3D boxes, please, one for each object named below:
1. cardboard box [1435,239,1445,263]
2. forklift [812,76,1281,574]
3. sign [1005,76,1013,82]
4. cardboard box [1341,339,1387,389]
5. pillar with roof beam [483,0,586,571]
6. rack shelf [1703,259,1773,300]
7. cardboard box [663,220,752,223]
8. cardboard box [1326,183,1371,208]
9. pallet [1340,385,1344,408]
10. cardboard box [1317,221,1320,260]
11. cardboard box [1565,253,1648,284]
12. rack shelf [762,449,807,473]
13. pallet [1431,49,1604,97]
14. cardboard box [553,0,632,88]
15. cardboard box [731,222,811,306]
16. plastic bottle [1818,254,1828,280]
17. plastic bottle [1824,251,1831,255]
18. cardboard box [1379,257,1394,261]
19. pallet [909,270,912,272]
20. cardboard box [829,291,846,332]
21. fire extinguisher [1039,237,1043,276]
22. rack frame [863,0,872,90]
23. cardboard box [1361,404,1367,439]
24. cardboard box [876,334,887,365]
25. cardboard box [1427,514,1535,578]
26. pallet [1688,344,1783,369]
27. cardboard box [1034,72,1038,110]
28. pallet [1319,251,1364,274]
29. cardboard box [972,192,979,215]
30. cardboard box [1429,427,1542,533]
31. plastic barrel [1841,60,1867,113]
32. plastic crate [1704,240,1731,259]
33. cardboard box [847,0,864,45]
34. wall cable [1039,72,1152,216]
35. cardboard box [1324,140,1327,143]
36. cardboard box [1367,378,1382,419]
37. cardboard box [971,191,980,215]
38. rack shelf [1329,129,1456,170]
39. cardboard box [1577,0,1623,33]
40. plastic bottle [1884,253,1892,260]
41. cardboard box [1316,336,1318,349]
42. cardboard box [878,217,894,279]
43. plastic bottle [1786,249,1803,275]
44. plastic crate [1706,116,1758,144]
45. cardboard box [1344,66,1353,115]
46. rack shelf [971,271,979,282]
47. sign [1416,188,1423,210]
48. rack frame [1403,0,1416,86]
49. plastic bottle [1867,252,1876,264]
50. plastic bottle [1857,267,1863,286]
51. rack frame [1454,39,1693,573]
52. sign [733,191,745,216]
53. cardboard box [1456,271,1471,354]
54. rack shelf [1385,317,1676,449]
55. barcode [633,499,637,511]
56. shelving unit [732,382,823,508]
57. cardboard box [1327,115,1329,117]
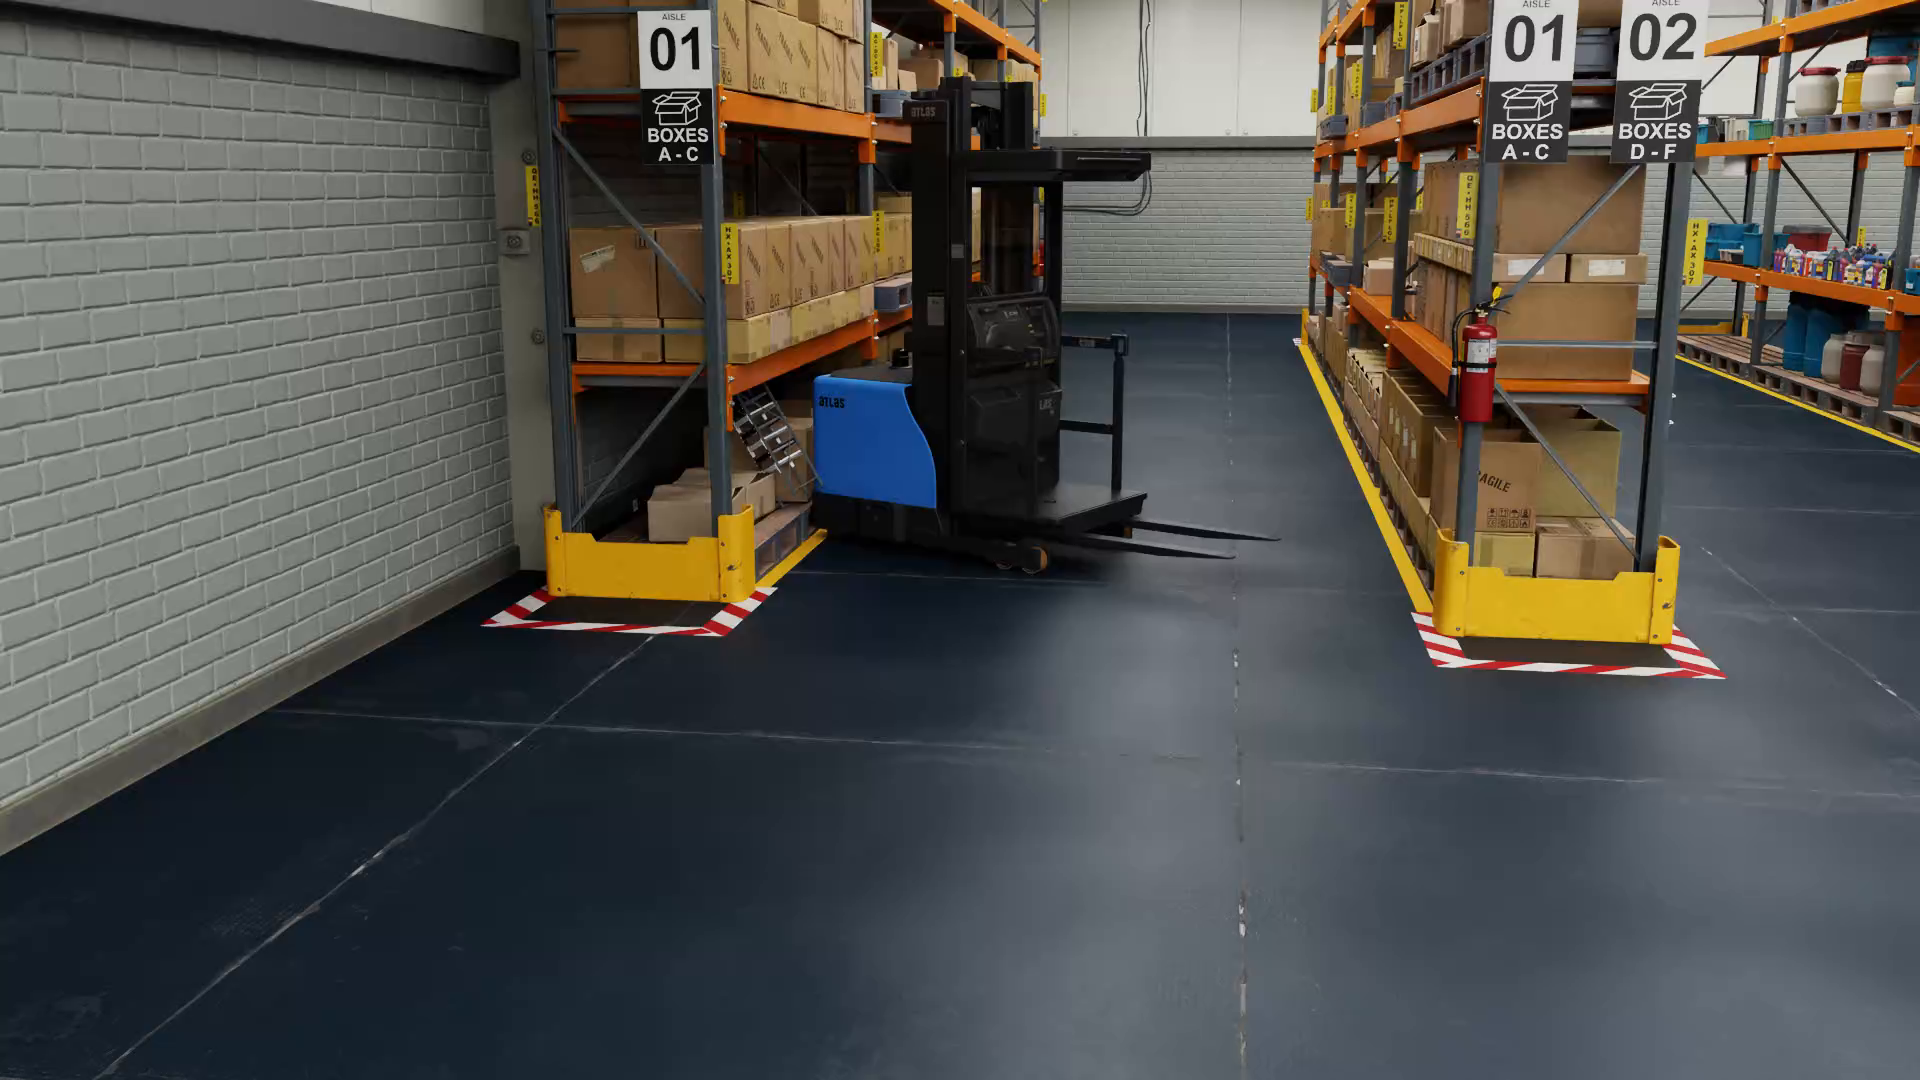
[{"bbox_3d":[3.294,-1.870,10.775,0.380,0.149,0.250,2,12,7],"label":"cardboard box"},{"bbox_3d":[0.510,-1.355,10.324,3.031,2.935,1.130,9,15,35],"label":"forklift"},{"bbox_3d":[0.594,-5.505,20.322,0.100,0.325,0.005,2,12,9],"label":"sign"},{"bbox_3d":[4.248,-1.850,17.349,0.500,0.500,0.500,2,12,11],"label":"cardboard box"},{"bbox_3d":[1.717,-4.116,8.734,9.100,9.000,0.400,2,12,9],"label":"pillar with roof beam"},{"bbox_3d":[10.153,-3.391,21.316,1.077,0.370,4.000,2,12,9],"label":"rack shelf"},{"bbox_3d":[-1.687,-1.874,11.100,0.500,0.500,0.500,2,12,9],"label":"cardboard box"},{"bbox_3d":[4.773,-4.139,20.468,0.500,0.500,0.500,2,12,9],"label":"cardboard box"},{"bbox_3d":[4.488,-1.446,17.202,1.003,0.211,1.213,2,12,9],"label":"pallet"},{"bbox_3d":[5.005,-3.969,22.055,0.500,0.500,0.500,2,12,9],"label":"cardboard box"},{"bbox_3d":[3.379,-1.430,8.733,0.380,0.149,0.250,2,12,8],"label":"cardboard box"},{"bbox_3d":[-1.147,-0.493,10.873,0.258,0.077,0.200,-33,5,-36],"label":"rack shelf"},{"bbox_3d":[3.425,-2.814,10.020,1.003,0.211,1.213,2,12,9],"label":"pallet"},{"bbox_3d":[-1.975,-2.769,9.319,0.500,0.500,0.500,3,12,13],"label":"cardboard box"},{"bbox_3d":[-1.248,-1.752,10.531,0.500,0.500,0.500,1,12,7],"label":"cardboard box"},{"bbox_3d":[9.160,-2.895,17.612,0.097,0.271,0.097,0,12,0],"label":"plastic bottle"},{"bbox_3d":[9.406,-2.984,18.014,0.152,0.276,0.135,2,12,9],"label":"plastic bottle"},{"bbox_3d":[4.237,-2.537,15.858,0.500,0.311,0.500,3,12,12],"label":"cardboard box"},{"bbox_3d":[-0.563,-2.569,16.250,1.213,0.211,1.003,2,12,9],"label":"pallet"},{"bbox_3d":[-1.095,-1.601,11.613,0.500,0.250,0.500,2,12,8],"label":"cardboard box"},{"bbox_3d":[1.150,-4.276,24.785,0.296,0.674,0.183,2,12,9],"label":"fire extinguisher"},{"bbox_3d":[-1.174,-4.915,12.438,1.000,3.000,0.127,2,12,9],"label":"rack frame"},{"bbox_3d":[3.656,-0.991,14.001,0.500,0.250,0.500,2,12,10],"label":"cardboard box"},{"bbox_3d":[-0.937,-1.696,14.851,0.500,0.250,0.500,2,12,7],"label":"cardboard box"},{"bbox_3d":[2.896,0.028,9.273,0.500,0.250,0.500,2,12,9],"label":"cardboard box"},{"bbox_3d":[10.105,-2.372,21.500,1.003,0.211,1.213,2,12,9],"label":"pallet"},{"bbox_3d":[0.828,-6.333,23.480,0.500,0.500,0.500,2,12,8],"label":"cardboard box"},{"bbox_3d":[4.721,-3.231,19.321,1.003,0.211,1.213,2,12,9],"label":"pallet"},{"bbox_3d":[-0.080,-3.688,18.214,0.500,0.250,0.500,2,12,9],"label":"cardboard box"},{"bbox_3d":[2.894,-0.339,9.195,0.500,0.500,0.500,2,12,9],"label":"cardboard box"},{"bbox_3d":[9.905,-4.893,18.016,0.600,0.588,0.600,0,12,0],"label":"plastic barrel"},{"bbox_3d":[9.895,-3.792,21.723,0.416,0.233,0.300,2,12,9],"label":"plastic crate"},{"bbox_3d":[-0.983,-3.883,12.112,0.500,0.500,0.500,1,12,4],"label":"cardboard box"},{"bbox_3d":[1.894,-7.061,29.766,3.097,2.526,0.112,2,12,9],"label":"wall cable"},{"bbox_3d":[4.919,-5.199,21.232,0.500,0.250,0.500,2,12,9],"label":"cardboard box"},{"bbox_3d":[3.574,-1.160,13.453,0.500,0.311,0.500,2,12,10],"label":"cardboard box"},{"bbox_3d":[-0.007,-3.794,18.708,0.500,0.250,0.500,2,12,7],"label":"cardboard box"},{"bbox_3d":[4.644,-4.186,17.885,1.077,0.370,4.000,2,12,9],"label":"rack shelf"},{"bbox_3d":[3.198,-2.900,8.634,0.797,0.503,0.637,3,12,13],"label":"cardboard box"},{"bbox_3d":[9.914,-2.916,17.698,0.152,0.276,0.135,2,12,9],"label":"plastic bottle"},{"bbox_3d":[4.757,-2.517,21.275,0.380,0.149,0.250,2,12,9],"label":"cardboard box"},{"bbox_3d":[-0.969,-2.467,14.039,0.700,0.500,0.500,3,13,14],"label":"cardboard box"},{"bbox_3d":[9.341,-3.106,18.578,0.152,0.276,0.135,2,12,9],"label":"plastic bottle"},{"bbox_3d":[9.954,-5.286,21.428,0.504,0.338,0.767,2,12,9],"label":"plastic crate"},{"bbox_3d":[4.801,-5.155,19.200,0.600,0.600,0.600,1,12,3],"label":"cardboard box"},{"bbox_3d":[-0.251,-2.879,18.942,1.077,0.370,4.000,2,12,9],"label":"rack shelf"},{"bbox_3d":[5.500,-4.036,19.855,0.100,0.325,0.005,2,12,9],"label":"sign"},{"bbox_3d":[3.721,-4.755,11.697,1.000,3.000,0.127,2,12,9],"label":"rack frame"},{"bbox_3d":[9.823,-2.962,17.923,0.097,0.271,0.097,0,12,0],"label":"plastic bottle"},{"bbox_3d":[8.987,-2.627,16.534,0.097,0.201,0.097,0,12,0],"label":"plastic bottle"},{"bbox_3d":[3.106,-0.990,8.466,1.000,3.000,0.127,2,12,9],"label":"rack frame"},{"bbox_3d":[-1.723,-2.565,13.028,0.100,0.325,0.005,2,12,9],"label":"sign"},{"bbox_3d":[3.348,-1.348,9.891,0.700,0.500,0.500,2,12,9],"label":"cardboard box"},{"bbox_3d":[3.413,-1.054,10.473,1.077,0.370,4.000,2,12,9],"label":"rack shelf"},{"bbox_3d":[-1.987,-0.212,10.175,0.001,0.075,0.075,2,12,9],"label":"barcode"},{"bbox_3d":[-1.252,-0.678,10.858,0.258,0.900,0.210,-33,5,-36],"label":"shelving unit"},{"bbox_3d":[4.838,-5.339,20.697,0.500,0.250,0.500,2,12,9],"label":"cardboard box"}]
